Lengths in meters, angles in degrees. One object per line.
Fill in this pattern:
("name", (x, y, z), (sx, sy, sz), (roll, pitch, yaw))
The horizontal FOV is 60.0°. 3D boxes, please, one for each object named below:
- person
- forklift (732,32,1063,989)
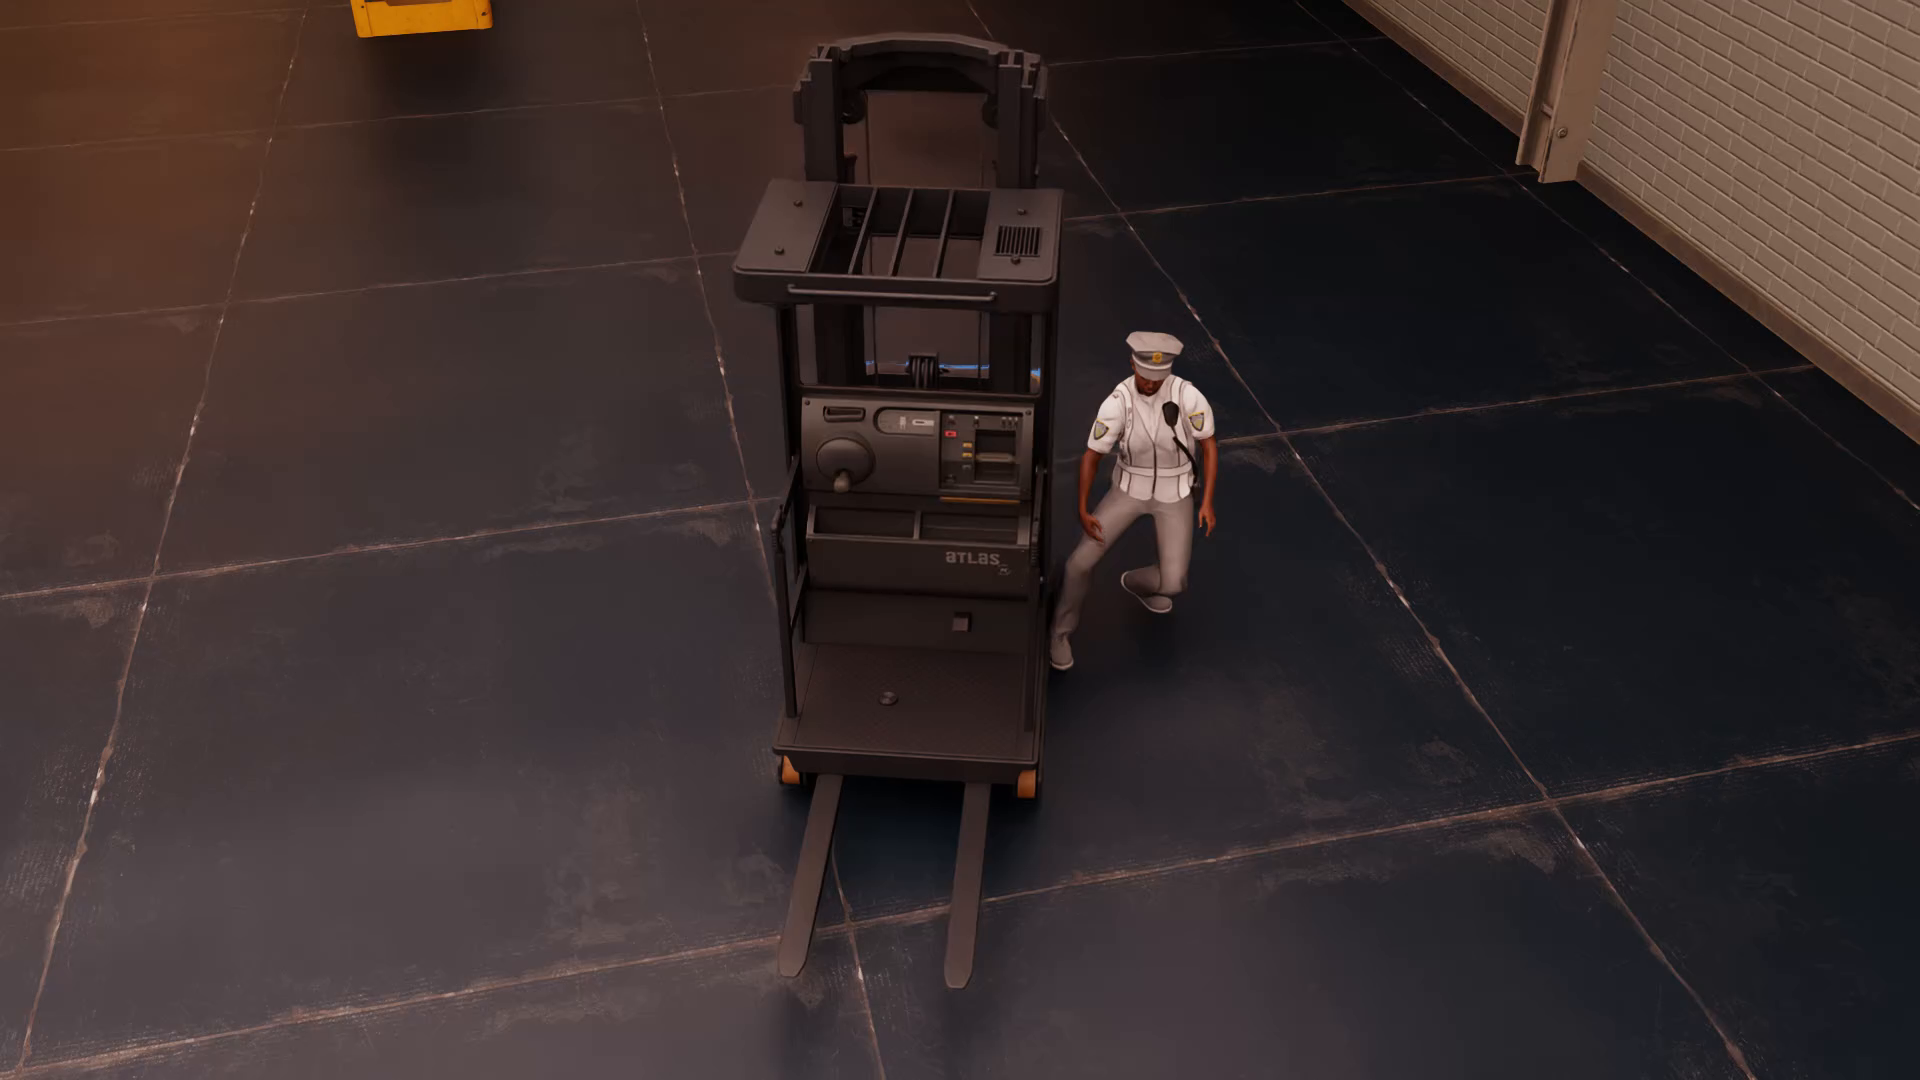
("person", (0.783, -0.156, 7.386), (0.713, 1.507, 0.697), (6, 36, 8))
("forklift", (-0.187, -0.302, 6.470), (1.130, 2.935, 3.031), (3, 36, 4))
